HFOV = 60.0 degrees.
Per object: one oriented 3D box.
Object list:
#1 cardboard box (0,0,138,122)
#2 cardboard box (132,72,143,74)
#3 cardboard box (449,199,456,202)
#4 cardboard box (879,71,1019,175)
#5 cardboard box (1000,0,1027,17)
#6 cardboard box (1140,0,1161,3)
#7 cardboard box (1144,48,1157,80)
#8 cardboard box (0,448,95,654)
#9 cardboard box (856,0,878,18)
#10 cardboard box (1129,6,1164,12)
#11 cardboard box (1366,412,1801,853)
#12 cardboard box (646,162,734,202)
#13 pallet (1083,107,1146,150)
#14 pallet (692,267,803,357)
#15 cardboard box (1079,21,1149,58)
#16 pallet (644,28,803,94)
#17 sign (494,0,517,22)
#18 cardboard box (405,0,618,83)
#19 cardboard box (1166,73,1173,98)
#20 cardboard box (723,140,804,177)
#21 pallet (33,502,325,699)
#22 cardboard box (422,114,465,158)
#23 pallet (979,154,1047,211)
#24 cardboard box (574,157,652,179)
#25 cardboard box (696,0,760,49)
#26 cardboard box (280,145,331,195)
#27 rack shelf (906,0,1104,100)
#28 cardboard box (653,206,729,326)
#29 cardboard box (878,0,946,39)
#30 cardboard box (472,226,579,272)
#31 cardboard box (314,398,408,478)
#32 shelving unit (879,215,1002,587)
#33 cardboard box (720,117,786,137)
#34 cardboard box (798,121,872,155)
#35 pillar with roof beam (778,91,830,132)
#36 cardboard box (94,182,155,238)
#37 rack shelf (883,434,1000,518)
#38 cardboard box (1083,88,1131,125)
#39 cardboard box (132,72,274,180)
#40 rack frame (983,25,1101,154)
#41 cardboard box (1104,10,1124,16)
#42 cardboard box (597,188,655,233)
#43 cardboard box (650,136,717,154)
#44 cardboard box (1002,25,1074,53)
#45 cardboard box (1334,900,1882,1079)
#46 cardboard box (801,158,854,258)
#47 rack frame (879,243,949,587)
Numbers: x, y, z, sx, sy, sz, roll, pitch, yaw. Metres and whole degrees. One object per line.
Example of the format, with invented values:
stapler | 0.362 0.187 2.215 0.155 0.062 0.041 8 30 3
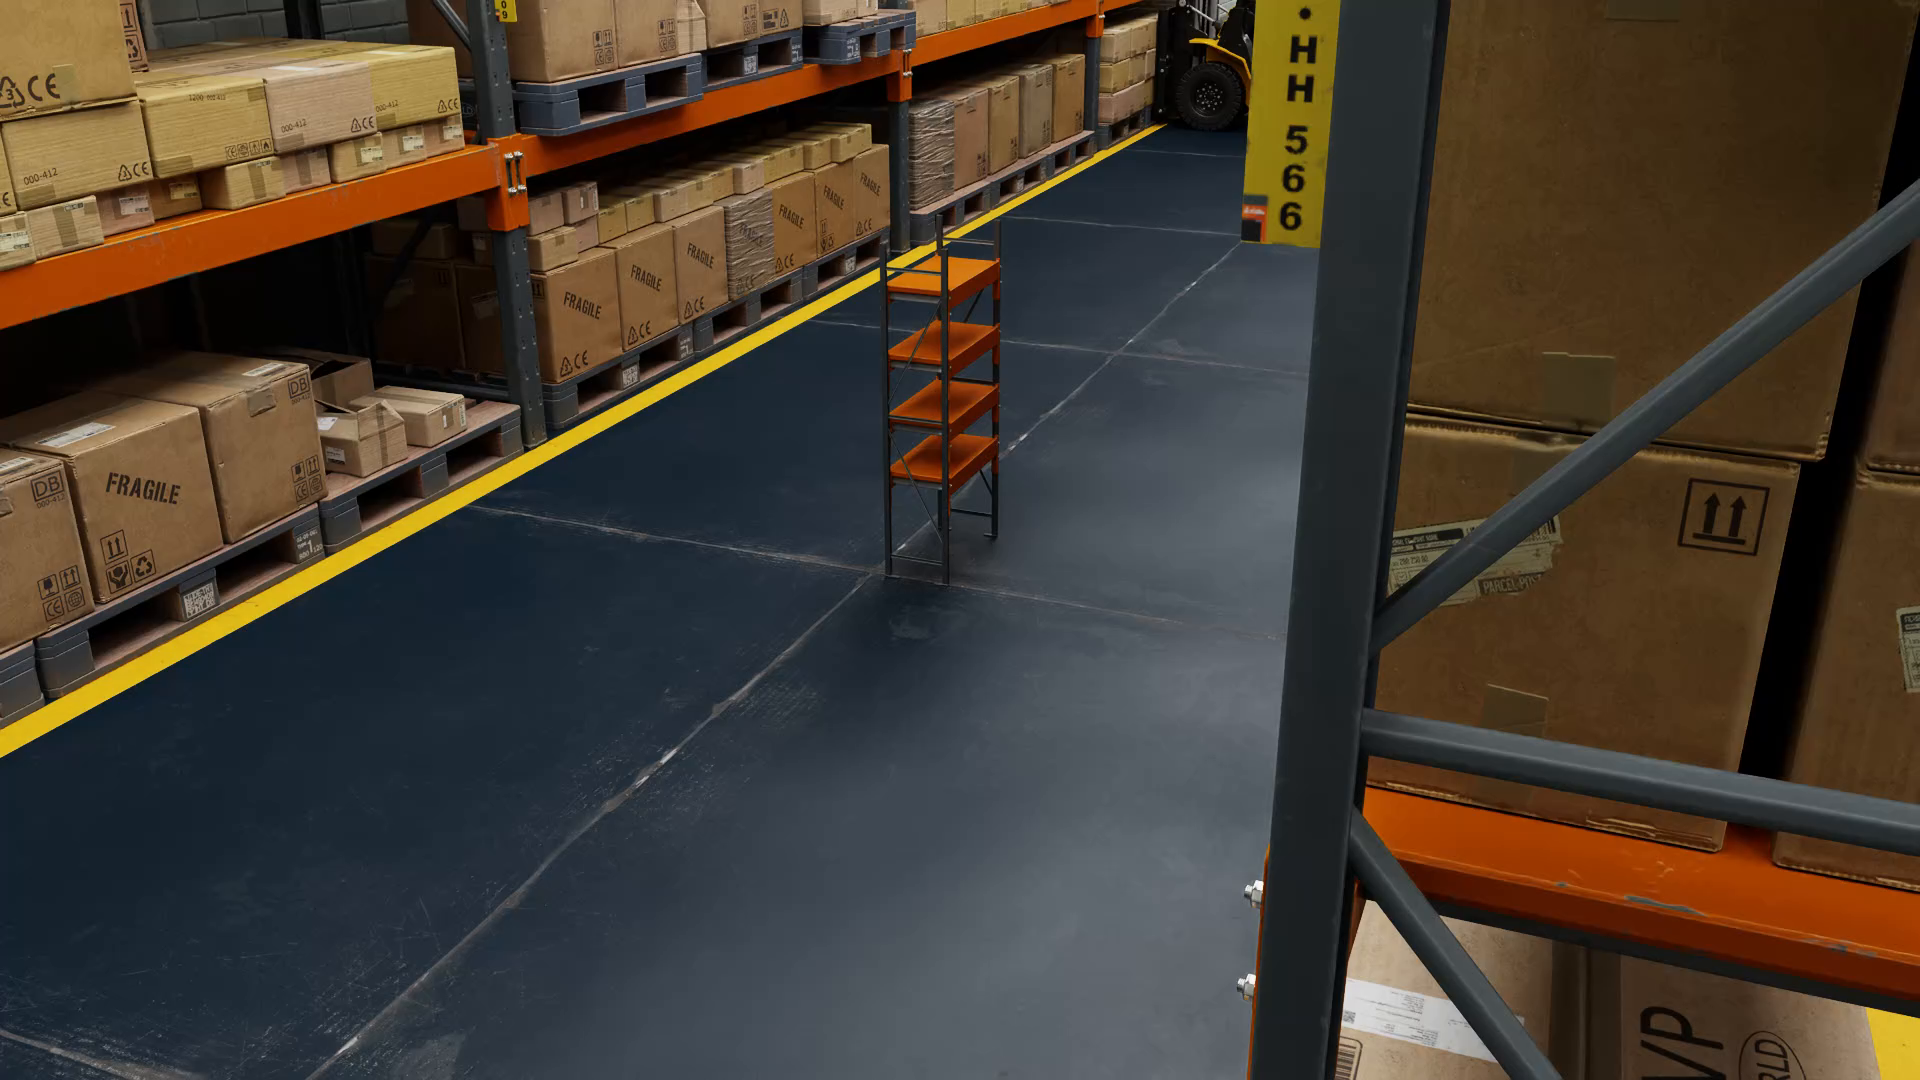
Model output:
cardboard box | -2.802 -1.507 4.801 0.500 0.500 0.500 9 24 21
cardboard box | -3.099 -1.428 5.586 0.500 0.250 0.500 9 24 21
cardboard box | -2.247 -1.559 7.948 0.380 0.149 0.250 9 24 21
cardboard box | -0.076 -3.090 12.292 0.875 0.625 0.625 8 24 18
cardboard box | 0.157 -3.899 11.888 0.500 0.250 0.500 10 25 22
cardboard box | 1.812 -5.399 17.010 0.500 0.250 0.500 8 24 19
cardboard box | 1.529 -4.370 15.193 0.500 0.250 0.500 9 24 20
cardboard box | -3.108 0.022 5.004 0.700 0.500 0.500 10 25 22
cardboard box | -0.693 -3.083 9.520 0.380 0.149 0.250 9 24 21
cardboard box | 1.922 -4.969 15.980 0.500 0.250 0.500 9 24 21
cardboard box | 0.766 0.021 2.179 0.500 0.500 0.500 9 24 20
cardboard box | -1.411 -1.870 8.693 0.380 0.149 0.250 9 24 20
pallet | 1.014 -3.718 14.878 1.003 0.211 1.213 9 24 20
pallet | -1.573 -1.311 9.116 1.003 0.211 1.213 9 24 20
cardboard box | 1.351 -4.422 14.671 0.500 0.250 0.500 9 24 20
pallet | -1.524 -2.510 8.616 1.003 0.211 1.213 9 24 20
sign | -1.785 -2.188 6.473 0.100 0.325 0.005 9 24 20
cardboard box | -1.904 -2.245 7.057 0.700 0.500 0.500 9 24 21
cardboard box | 1.725 -4.326 15.737 0.500 0.250 0.500 10 25 22
cardboard box | -1.106 -2.144 9.347 0.380 0.149 0.250 10 24 22
pallet | -2.999 0.107 5.720 1.003 0.211 1.213 9 24 20
cardboard box | -2.175 -1.597 6.508 0.380 0.149 0.250 9 24 21
pallet | -0.009 -2.732 12.517 1.003 0.211 1.213 9 24 20
cardboard box | -1.859 -1.932 8.839 0.380 0.149 0.250 8 24 18
cardboard box | -1.420 -2.711 8.173 0.700 0.500 0.500 9 24 20
cardboard box | -2.449 -1.315 5.831 0.380 0.149 0.250 9 24 21
rack shelf | -0.063 -3.679 12.099 1.077 0.370 4.000 9 24 20
cardboard box | -1.525 -1.415 8.443 0.500 0.500 0.500 8 24 18
cardboard box | -0.414 -3.350 10.572 0.500 0.250 0.500 9 24 20
cardboard box | -1.911 -1.293 7.312 0.380 0.149 0.250 10 25 23
cardboard box | -2.358 -0.427 6.382 0.396 0.266 0.258 10 25 22
shelving unit | -0.061 -0.494 5.877 0.258 1.200 0.503 9 24 20
cardboard box | -1.289 -2.493 10.182 0.380 0.149 0.250 10 25 23
cardboard box | -0.754 -2.422 10.012 0.380 0.149 0.250 8 24 17
pillar with roof beam | 2.839 -6.042 9.040 9.100 9.000 0.400 9 24 20
cardboard box | -2.765 -1.048 5.192 0.380 0.149 0.250 9 24 20
rack shelf | -0.061 -0.249 5.979 0.258 0.148 0.480 9 24 20
cardboard box | 1.167 -3.777 14.423 0.500 0.250 0.500 9 24 21
cardboard box | -2.624 -1.356 5.414 0.500 0.250 0.500 9 24 20
rack frame | 0.680 -4.726 13.673 1.000 3.000 0.127 9 24 20
cardboard box | 1.237 -4.860 15.719 0.500 0.250 0.500 8 24 19
cardboard box | -1.706 -1.597 8.039 0.380 0.149 0.250 8 24 19
cardboard box | -1.617 -2.217 9.522 0.380 0.149 0.250 8 24 18
cardboard box | 0.683 -4.317 14.418 0.500 0.250 0.500 9 24 21
cardboard box | 0.985 1.015 2.707 0.875 0.438 0.875 8 24 18
cardboard box | -0.959 -1.976 9.786 0.500 0.500 0.500 8 24 19
rack frame | -0.152 -0.407 5.668 0.240 1.200 0.015 9 24 20
